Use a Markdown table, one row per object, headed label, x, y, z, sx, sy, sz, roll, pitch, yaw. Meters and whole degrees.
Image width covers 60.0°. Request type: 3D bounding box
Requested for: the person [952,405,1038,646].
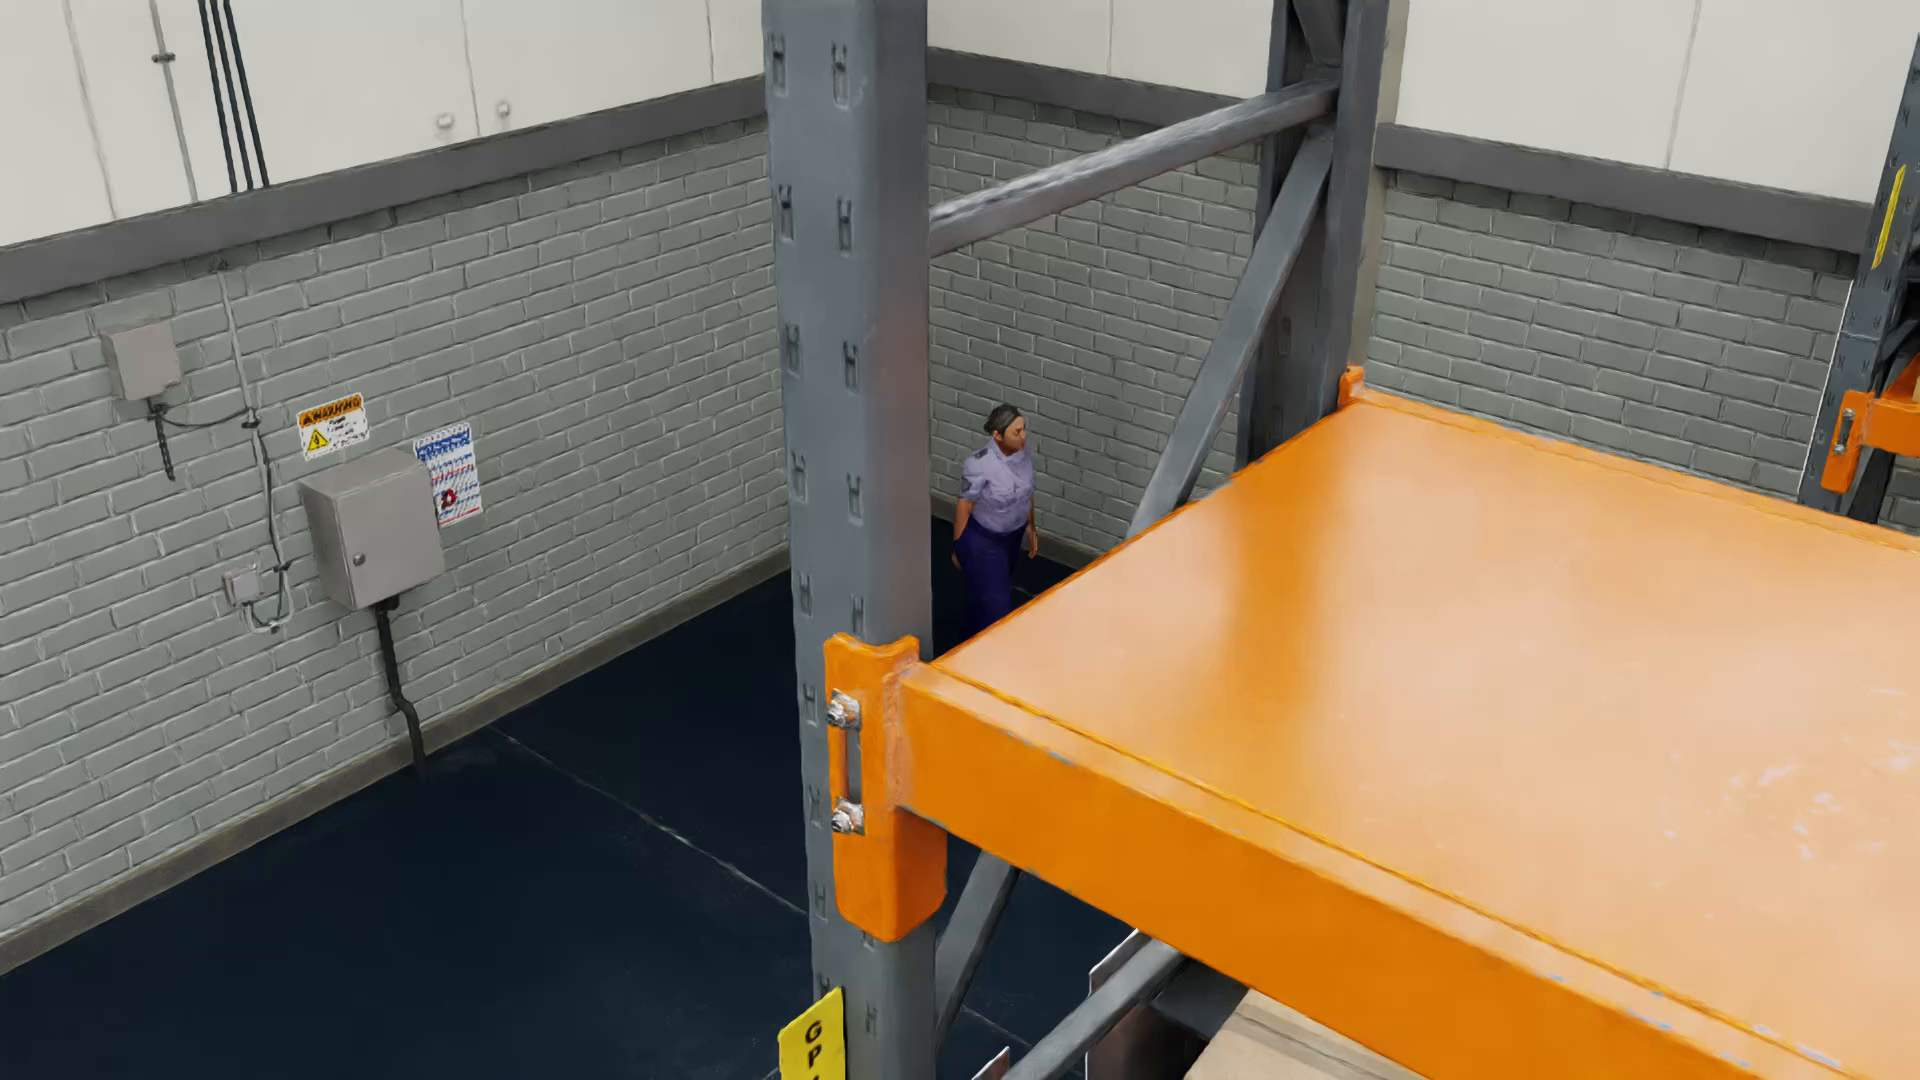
| label | x | y | z | sx | sy | sz | roll | pitch | yaw |
| --- | --- | --- | --- | --- | --- | --- | --- | --- | --- |
| person | 0.253 | 0.024 | 8.981 | 0.750 | 1.626 | 0.506 | 19 | 33 | 33 |
